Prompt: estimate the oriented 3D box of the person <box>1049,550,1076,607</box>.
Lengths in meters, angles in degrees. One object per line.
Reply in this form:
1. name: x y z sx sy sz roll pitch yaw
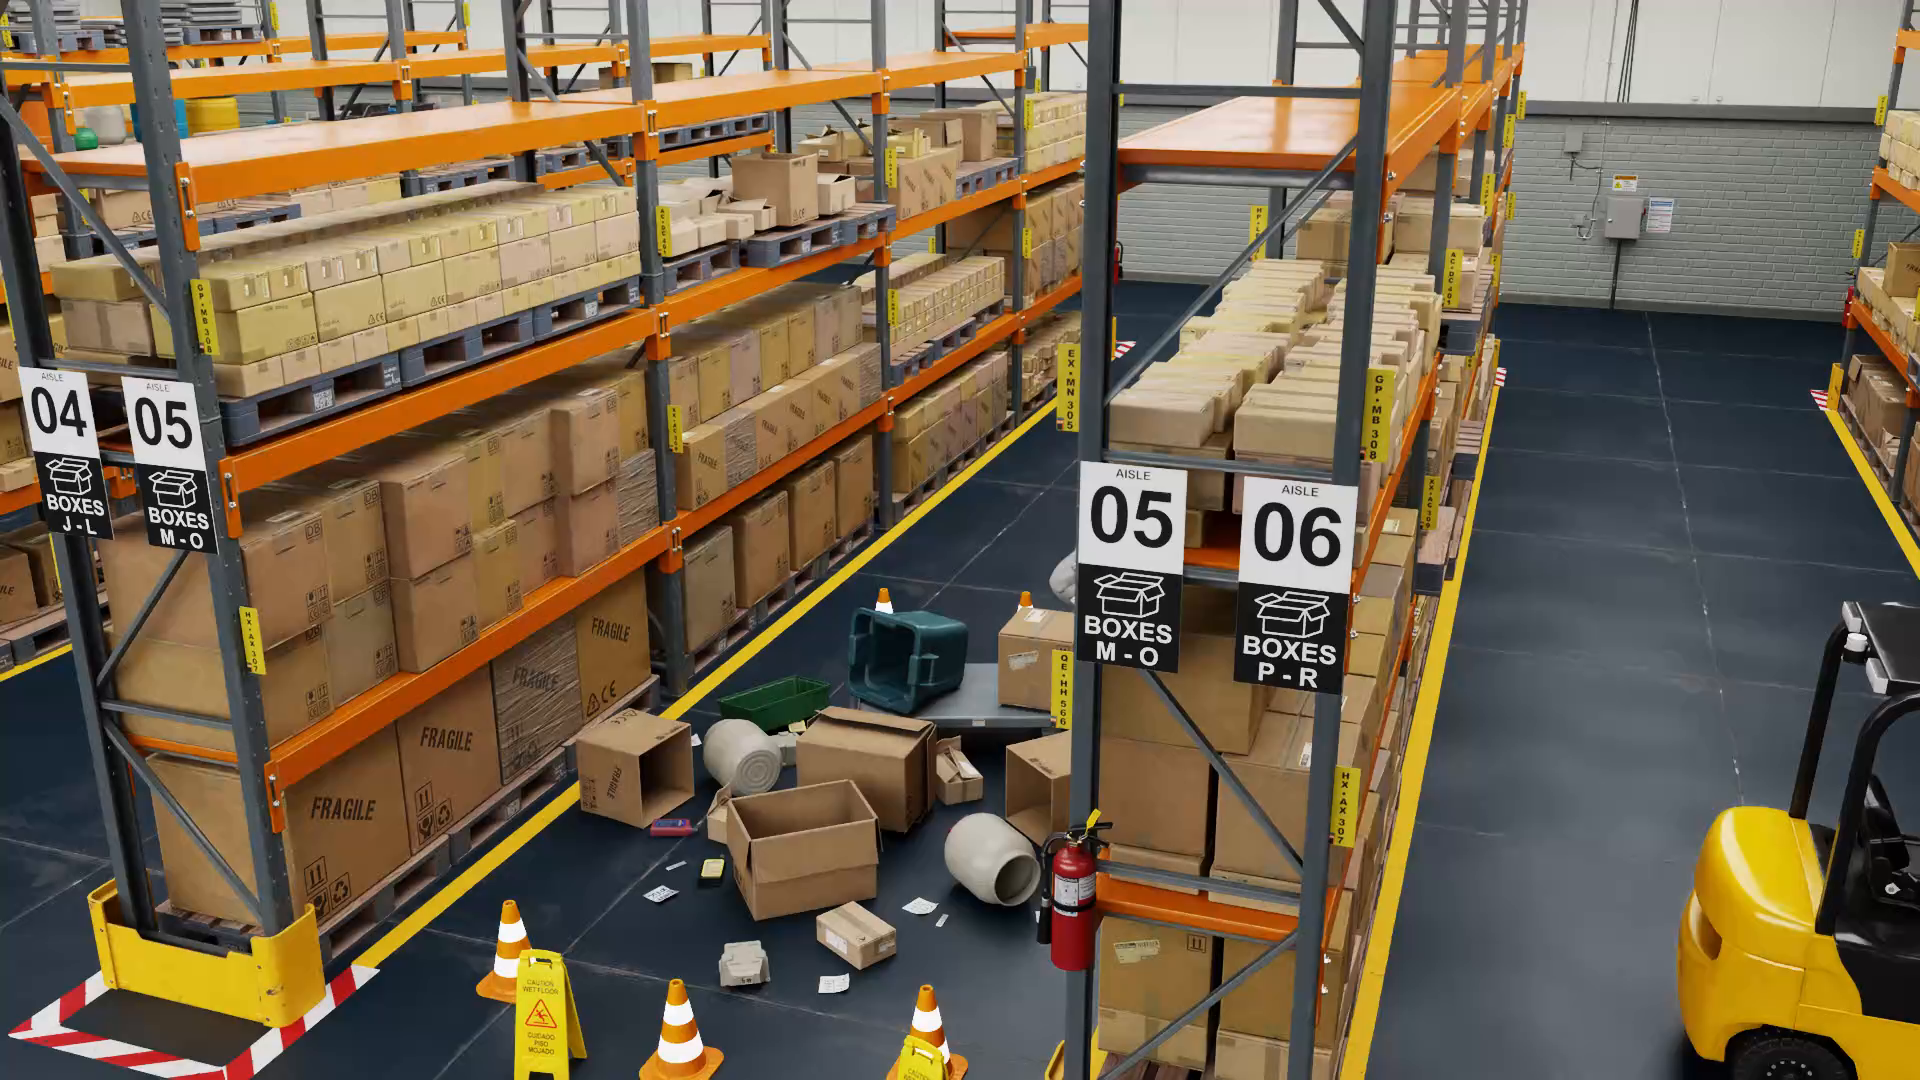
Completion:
1. person: 1.075 0.368 12.537 0.782 0.998 0.488 6 20 18
